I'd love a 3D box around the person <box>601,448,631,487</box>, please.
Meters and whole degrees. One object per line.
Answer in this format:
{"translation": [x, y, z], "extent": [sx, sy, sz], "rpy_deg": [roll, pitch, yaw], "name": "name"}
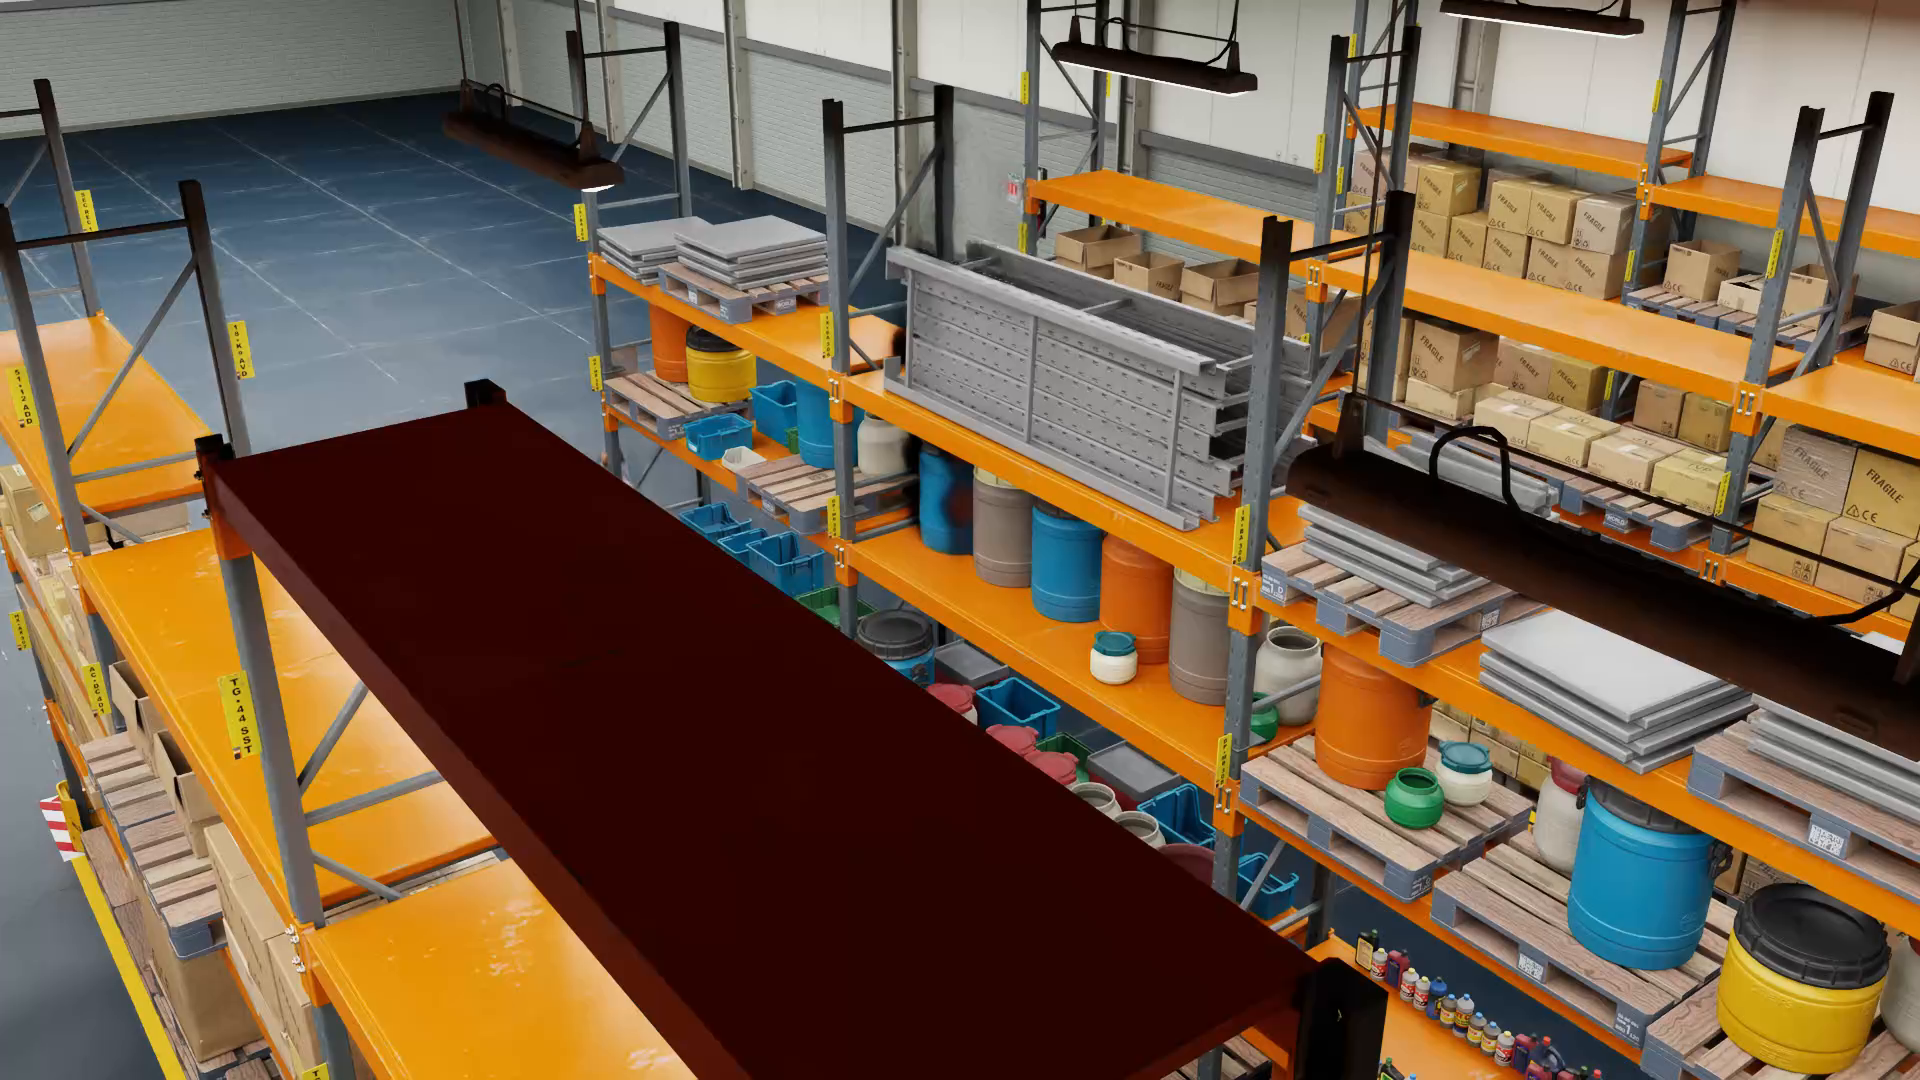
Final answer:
{"translation": [-6.989, 2.606, 11.373], "extent": [6.594, 1.690, 14.524], "rpy_deg": [2, 25, 4], "name": "person"}
